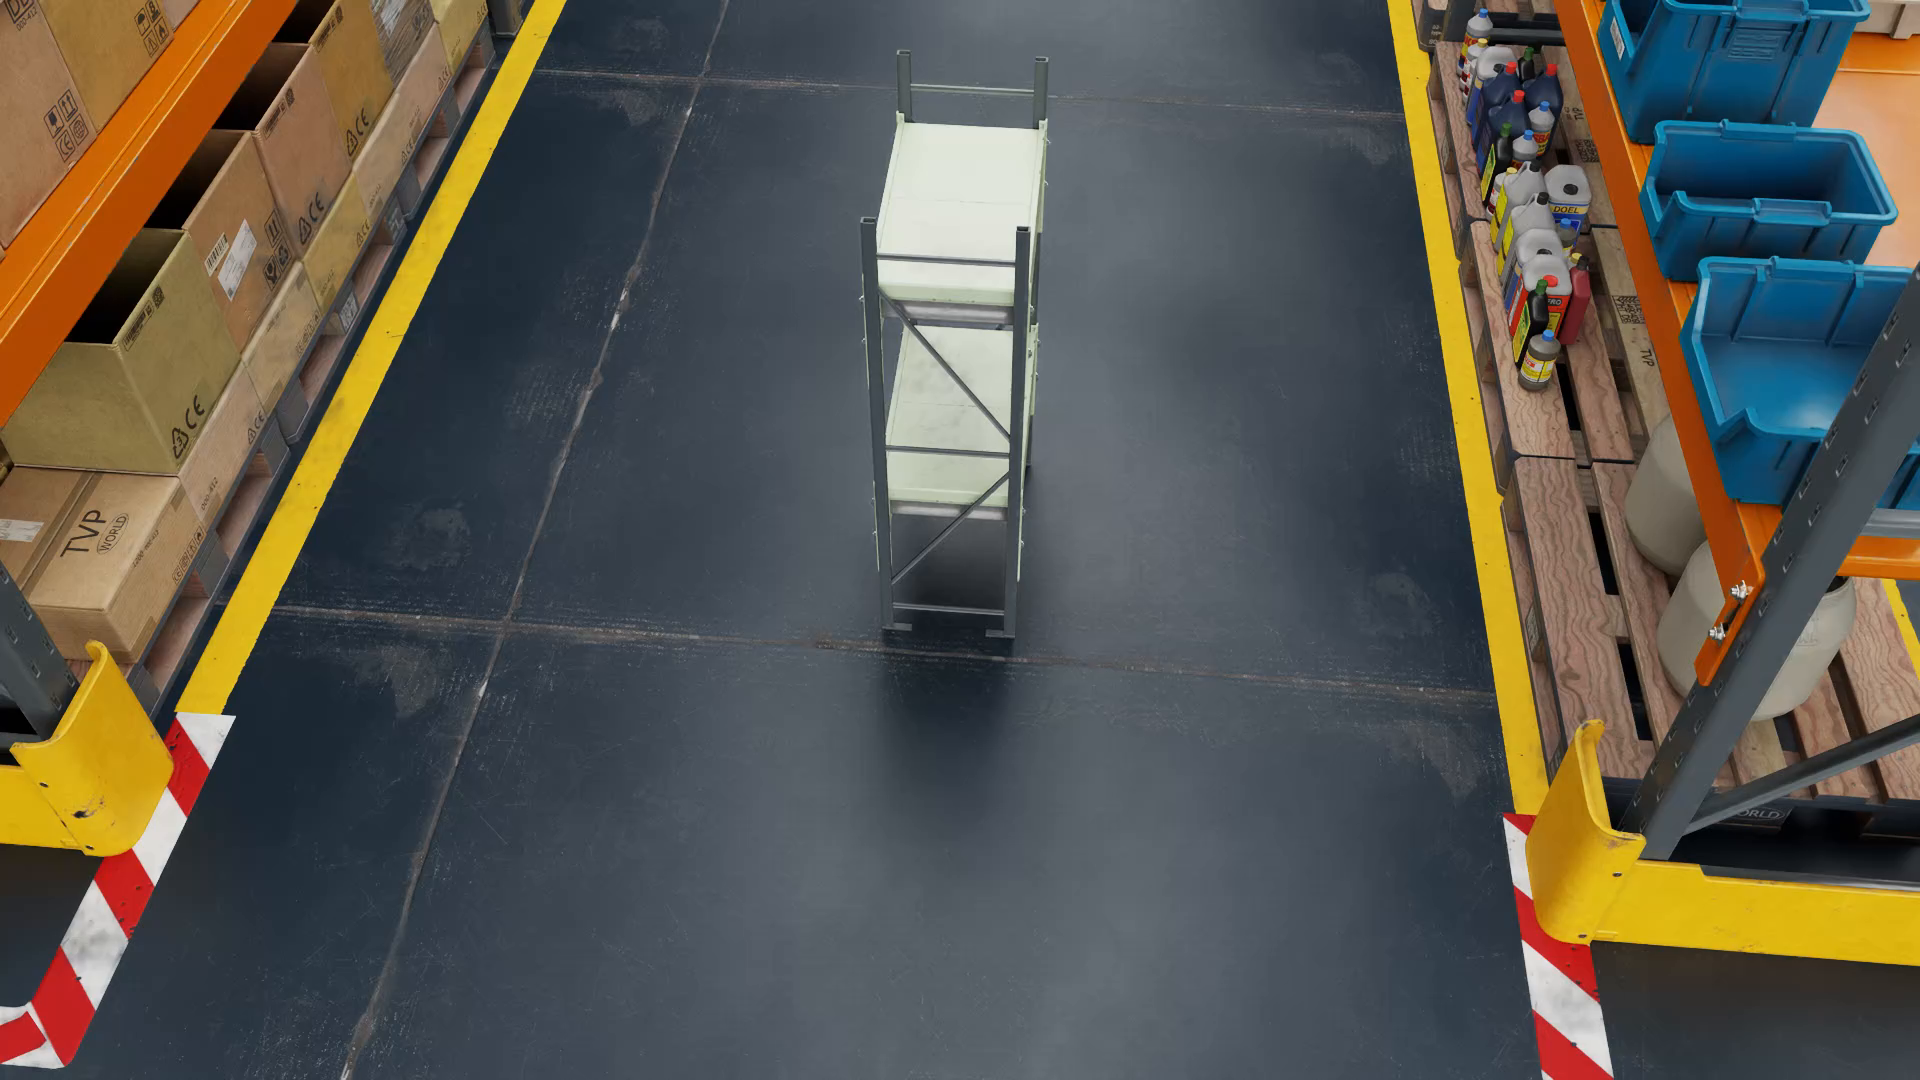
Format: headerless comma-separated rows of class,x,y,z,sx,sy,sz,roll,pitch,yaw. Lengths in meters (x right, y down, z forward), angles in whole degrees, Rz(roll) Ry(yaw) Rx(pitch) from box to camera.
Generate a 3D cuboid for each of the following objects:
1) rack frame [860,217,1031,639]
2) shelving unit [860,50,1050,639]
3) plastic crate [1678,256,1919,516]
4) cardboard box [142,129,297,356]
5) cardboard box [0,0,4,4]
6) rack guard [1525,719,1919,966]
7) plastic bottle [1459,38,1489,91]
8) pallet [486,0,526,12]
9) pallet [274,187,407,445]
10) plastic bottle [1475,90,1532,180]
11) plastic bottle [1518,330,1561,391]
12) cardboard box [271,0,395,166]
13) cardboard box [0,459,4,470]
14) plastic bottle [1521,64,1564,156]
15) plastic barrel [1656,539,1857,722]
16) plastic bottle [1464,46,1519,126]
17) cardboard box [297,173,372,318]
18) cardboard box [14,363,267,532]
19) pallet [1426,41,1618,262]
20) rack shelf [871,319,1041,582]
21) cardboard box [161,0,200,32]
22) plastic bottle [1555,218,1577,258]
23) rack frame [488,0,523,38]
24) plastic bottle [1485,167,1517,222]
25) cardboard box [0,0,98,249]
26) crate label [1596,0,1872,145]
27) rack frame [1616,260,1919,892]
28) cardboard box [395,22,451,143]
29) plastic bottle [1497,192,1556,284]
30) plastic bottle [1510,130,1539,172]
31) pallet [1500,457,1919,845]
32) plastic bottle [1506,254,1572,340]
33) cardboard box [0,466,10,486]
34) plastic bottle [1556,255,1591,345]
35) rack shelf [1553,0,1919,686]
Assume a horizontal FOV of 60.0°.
rack frame,-0.034,-0.232,4.446,0.400,1.500,0.023,4,48,4
shelving unit,-0.001,-0.501,4.692,0.431,1.500,0.755,4,48,4
plastic crate,1.886,-0.343,3.631,0.499,0.251,0.616,4,48,4
cardboard box,-2.447,-0.923,5.132,0.500,0.500,0.500,4,48,4
cardboard box,-2.473,-1.430,4.018,0.380,0.149,0.250,3,48,3
rack guard,2.099,0.780,4.198,1.175,0.500,0.348,4,48,4
plastic bottle,2.028,-1.869,6.525,0.097,0.201,0.097,0,48,0
pallet,-2.401,-2.883,7.744,1.003,0.211,1.213,4,48,4
pallet,-2.652,-0.859,5.892,1.003,0.211,1.213,4,48,4
plastic bottle,1.999,-1.495,6.081,0.144,0.351,0.185,2,48,2
plastic bottle,1.870,-0.588,5.353,0.097,0.201,0.097,0,48,0
cardboard box,-2.353,-1.657,5.804,0.500,0.500,0.500,4,48,4
cardboard box,-3.041,-0.222,4.491,0.500,0.500,0.500,4,48,4
plastic bottle,2.160,-1.624,6.199,0.144,0.351,0.185,4,48,4
plastic barrel,2.123,0.204,4.432,0.421,0.512,0.421,0,48,0
plastic bottle,2.036,-1.729,6.347,0.152,0.276,0.135,5,48,5
cardboard box,-2.385,-1.036,5.743,0.500,0.250,0.500,4,48,4
cardboard box,-2.481,-0.301,5.072,0.500,0.250,0.500,4,48,4
pallet,2.401,-1.513,6.490,1.003,0.211,1.213,4,48,4
rack shelf,-0.001,-0.281,4.933,0.431,0.370,0.720,4,48,4
cardboard box,-2.600,-1.855,4.846,0.700,0.500,0.500,5,48,5
plastic bottle,2.068,-1.019,5.748,0.097,0.201,0.097,0,48,0
rack frame,-2.429,-3.280,6.217,1.000,3.000,0.127,4,48,4
plastic bottle,1.950,-1.238,5.948,0.097,0.201,0.097,0,48,0
cardboard box,-2.695,-1.103,4.158,0.700,0.500,0.500,5,48,5
crate label,2.037,-1.388,4.462,0.502,0.435,0.616,4,48,4
rack frame,2.139,-0.005,3.222,1.000,3.000,0.127,4,48,4
cardboard box,-2.309,-1.772,6.416,0.500,0.250,0.500,4,48,4
plastic bottle,1.944,-1.046,5.671,0.144,0.351,0.185,6,48,5
plastic bottle,2.023,-1.357,6.010,0.097,0.271,0.097,0,48,0
pallet,2.178,0.280,4.850,1.003,0.211,1.213,4,48,4
plastic bottle,1.920,-0.797,5.494,0.152,0.276,0.135,4,48,4
cardboard box,-3.039,0.031,4.767,0.500,0.250,0.500,4,48,4
plastic bottle,2.026,-0.792,5.485,0.061,0.283,0.133,4,48,4
rack shelf,2.321,-1.232,4.831,1.077,0.370,4.000,4,48,4
